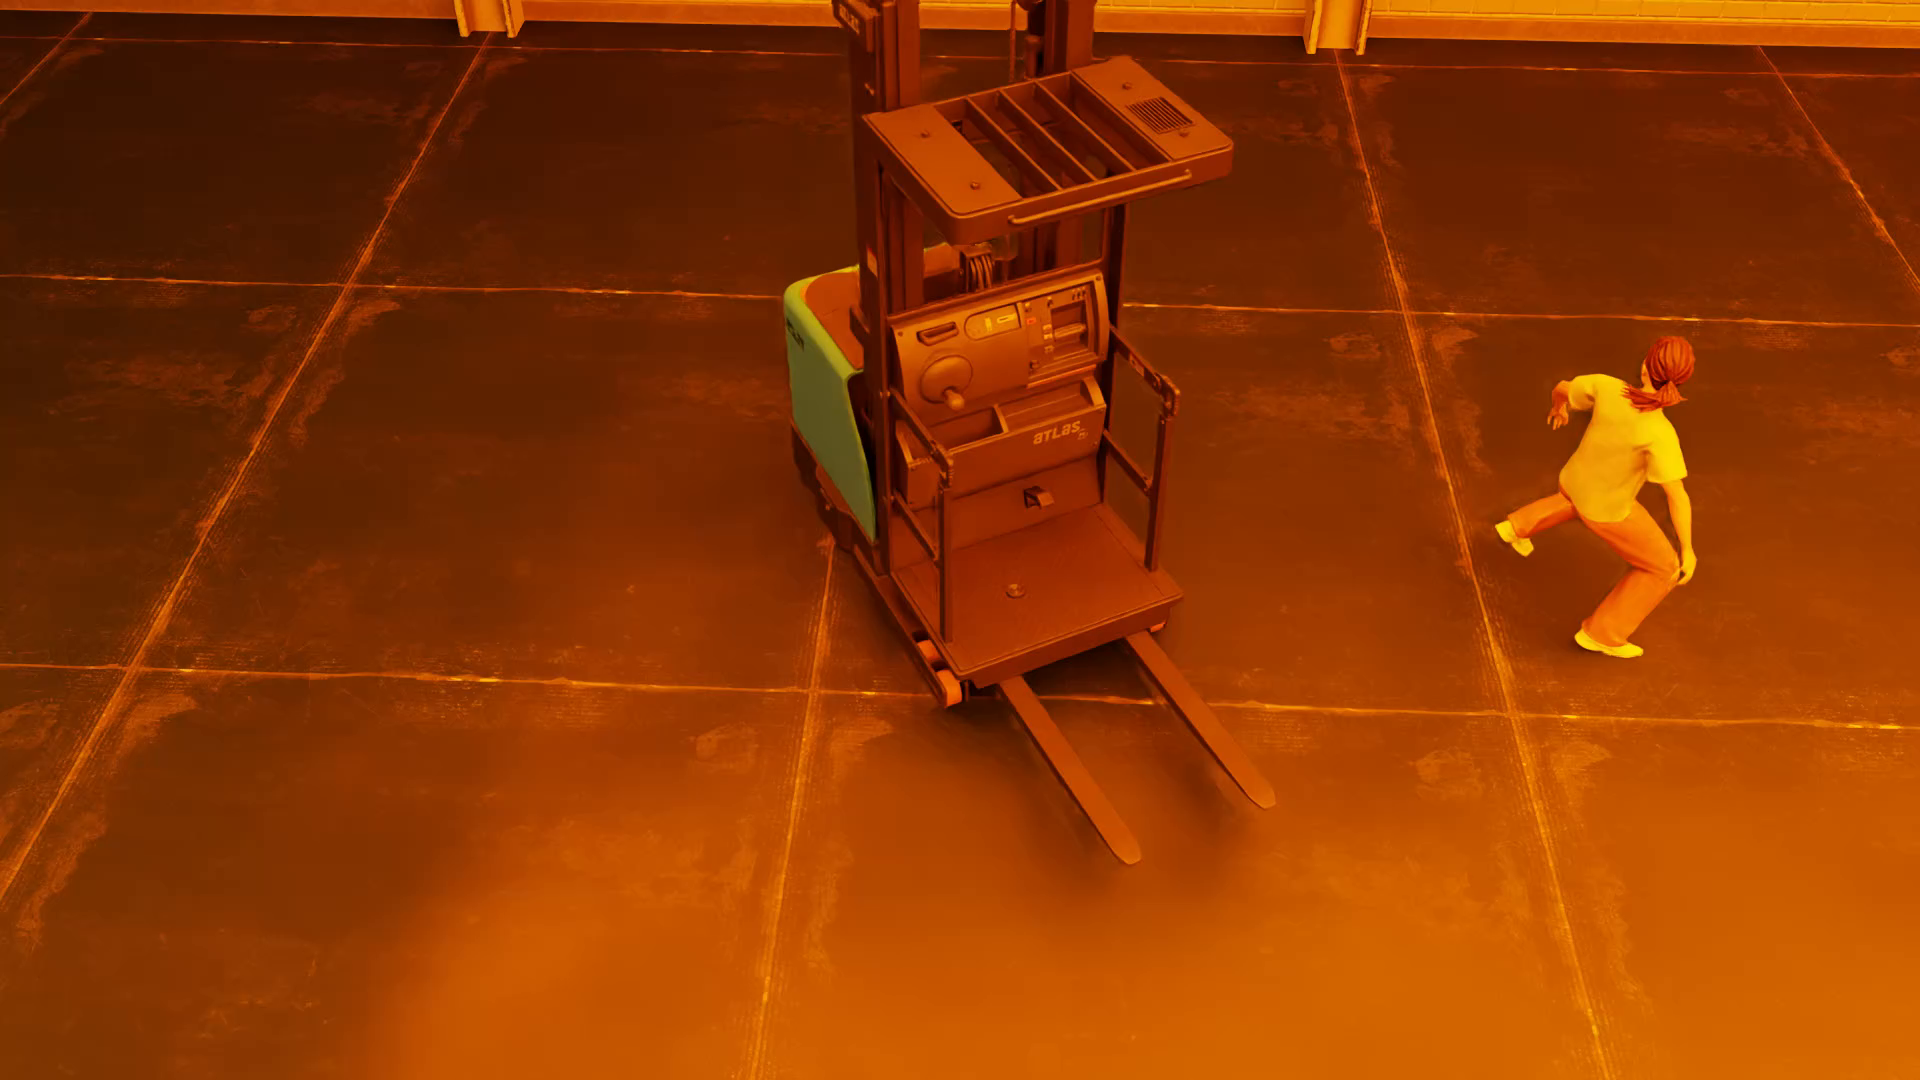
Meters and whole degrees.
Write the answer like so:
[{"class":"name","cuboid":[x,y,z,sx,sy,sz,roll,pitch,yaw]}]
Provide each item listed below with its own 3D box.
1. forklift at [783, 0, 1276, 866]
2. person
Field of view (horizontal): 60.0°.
[{"class":"forklift","cuboid":[0.270,-0.711,6.521,1.130,2.935,3.031,-18,45,-19]},{"class":"person","cuboid":[2.783,-0.197,7.026,0.502,1.558,0.972,-10,43,-11]}]
